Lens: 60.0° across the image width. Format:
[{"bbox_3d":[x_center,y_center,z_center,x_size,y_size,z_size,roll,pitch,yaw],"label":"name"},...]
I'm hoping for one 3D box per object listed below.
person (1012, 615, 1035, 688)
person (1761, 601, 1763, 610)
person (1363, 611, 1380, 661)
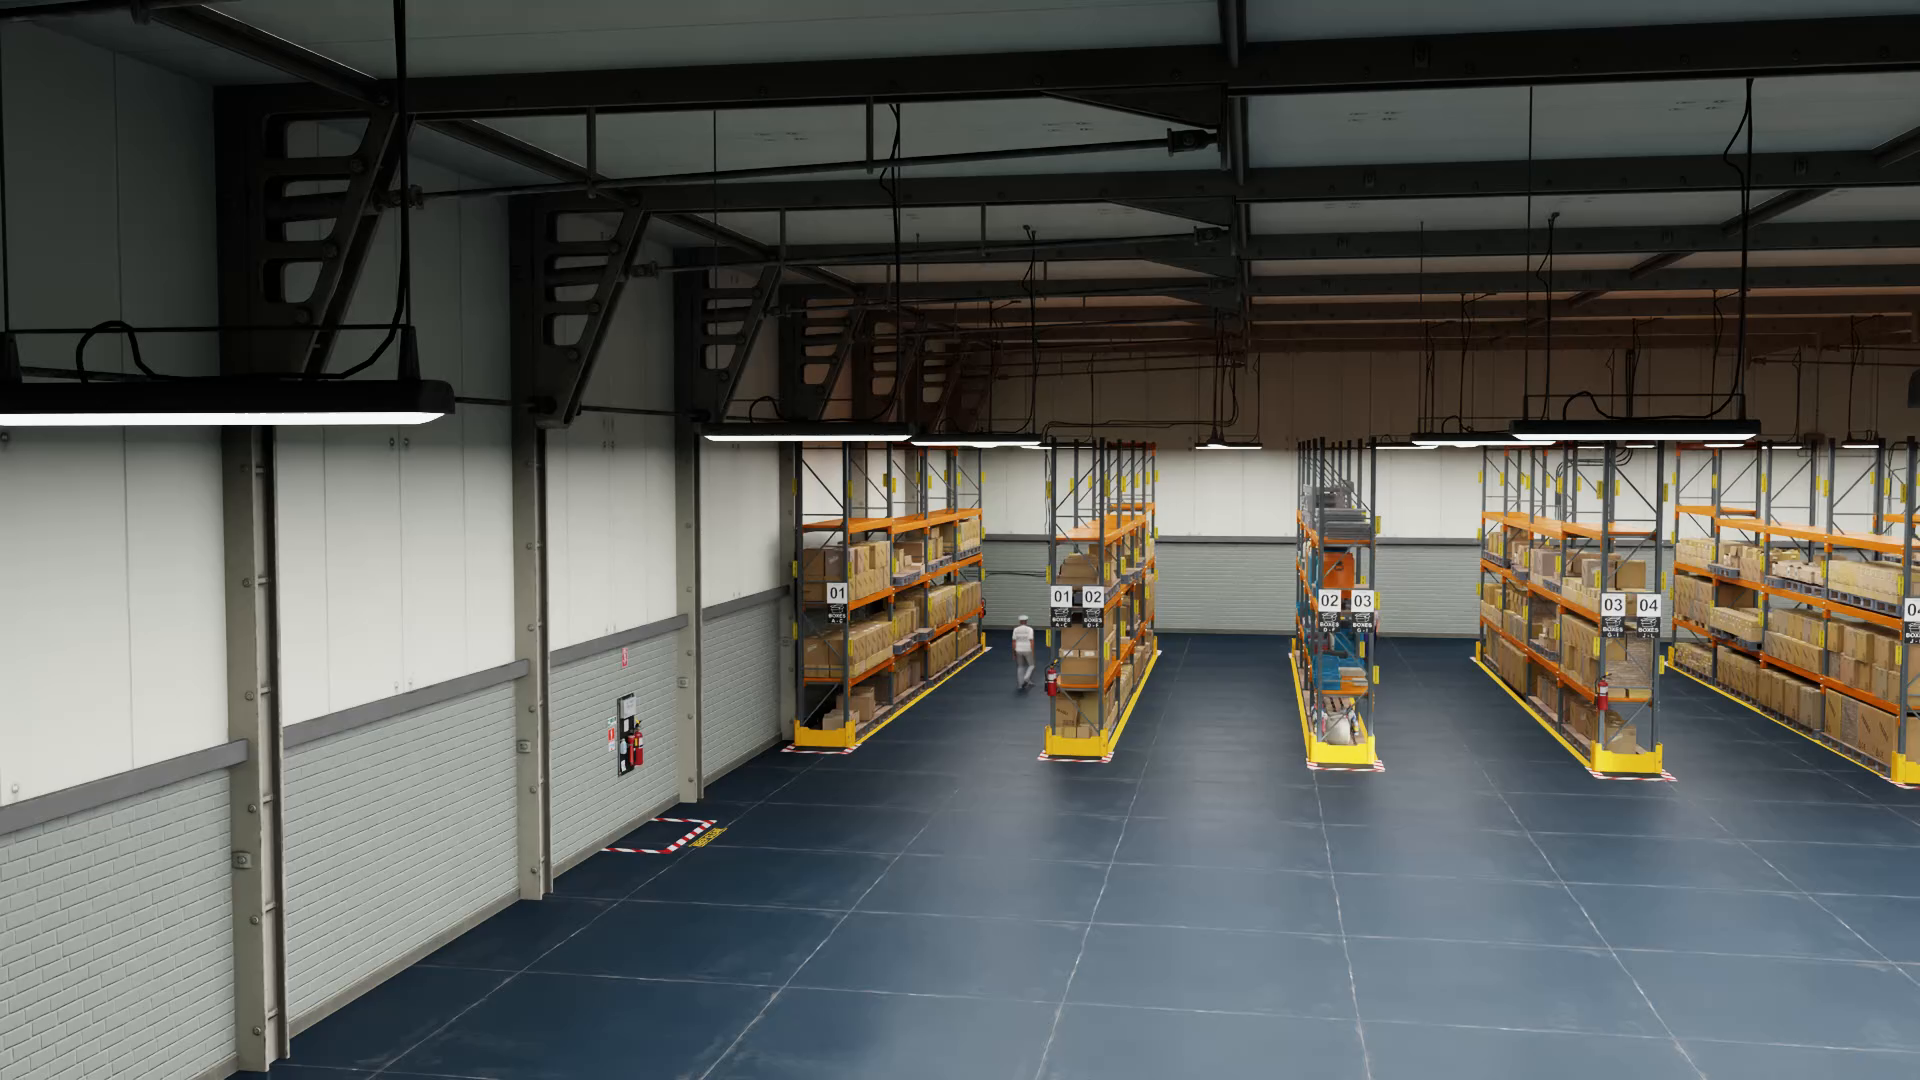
[{"bbox_3d":[1.540,2.707,40.251,0.586,1.757,0.493,1,3,21],"label":"person"},{"bbox_3d":[21.903,2.487,45.386,0.541,1.628,0.468,0,3,6],"label":"person"},{"bbox_3d":[11.256,2.495,45.609,0.500,1.587,1.018,1,3,17],"label":"person"}]
